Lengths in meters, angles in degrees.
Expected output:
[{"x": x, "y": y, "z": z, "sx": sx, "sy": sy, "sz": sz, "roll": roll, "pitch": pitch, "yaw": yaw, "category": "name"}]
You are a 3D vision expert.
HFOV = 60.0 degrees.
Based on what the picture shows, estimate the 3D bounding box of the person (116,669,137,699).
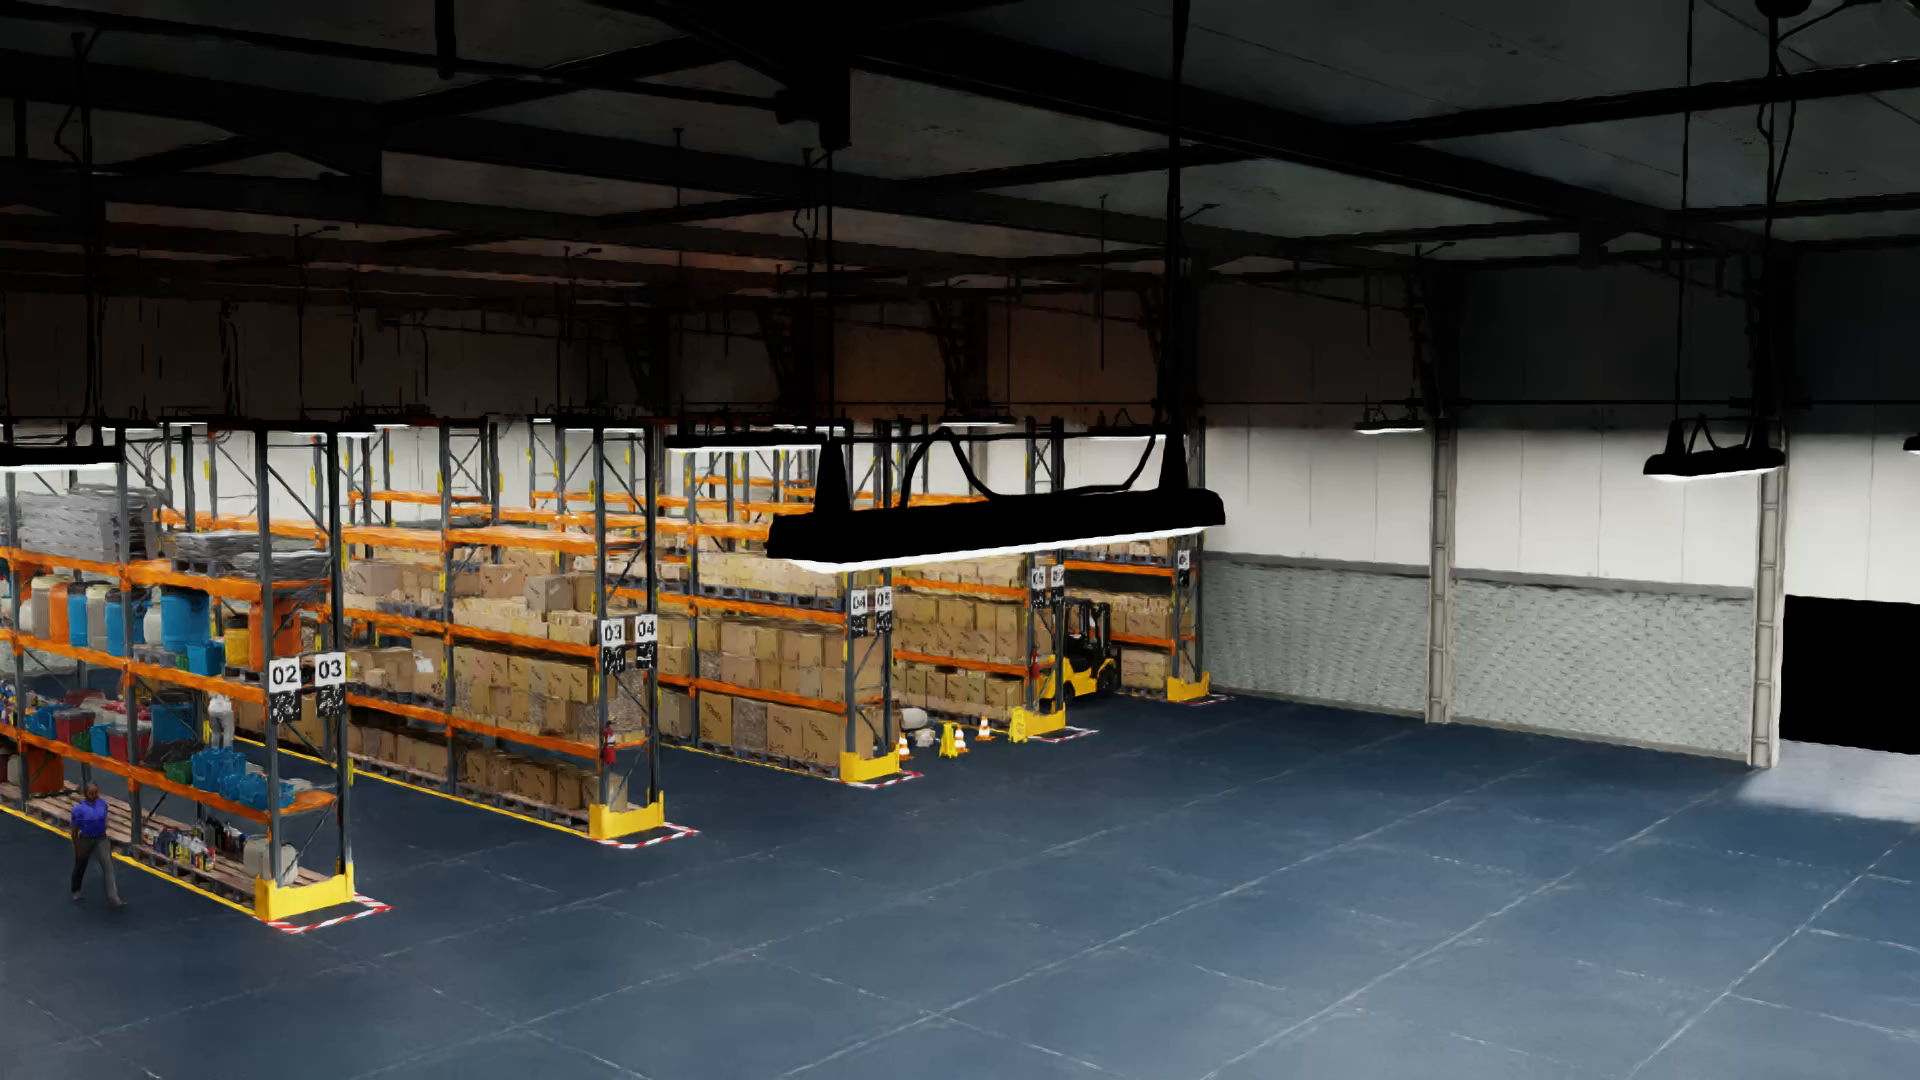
[{"x": -17.826, "y": 2.552, "z": 35.589, "sx": 0.478, "sy": 1.677, "sz": 0.533, "roll": -2, "pitch": 5, "yaw": -19, "category": "person"}]

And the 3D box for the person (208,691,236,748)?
[{"x": -12.992, "y": 3.055, "z": 29.330, "sx": 0.534, "sy": 1.671, "sz": 0.449, "roll": 1, "pitch": 5, "yaw": 9, "category": "person"}]

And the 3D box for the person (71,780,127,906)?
[{"x": -10.905, "y": 3.787, "z": 20.884, "sx": 1.075, "sy": 1.571, "sz": 0.449, "roll": 4, "pitch": 6, "yaw": 43, "category": "person"}]
